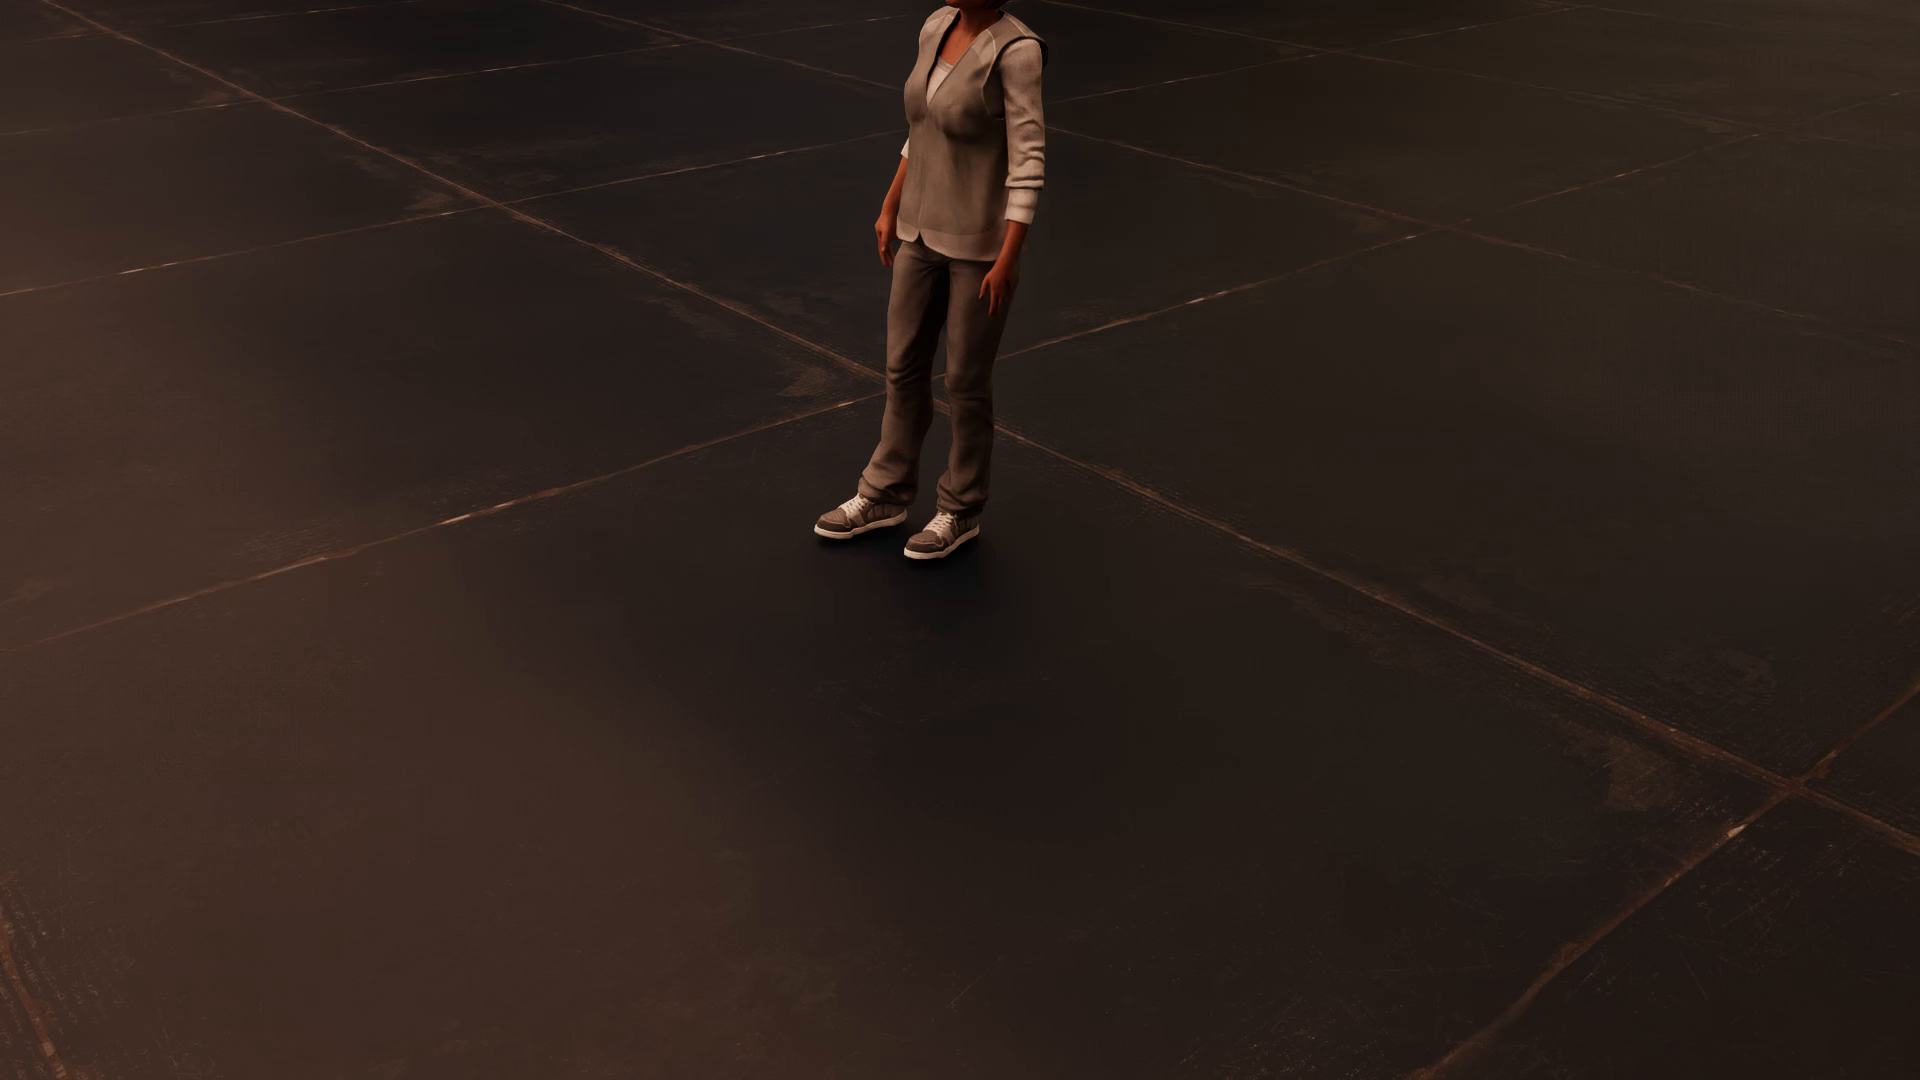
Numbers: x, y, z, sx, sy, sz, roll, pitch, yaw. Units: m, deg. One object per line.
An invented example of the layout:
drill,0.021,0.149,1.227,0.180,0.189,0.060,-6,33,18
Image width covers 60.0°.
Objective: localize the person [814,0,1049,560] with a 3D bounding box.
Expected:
person,-0.066,-0.706,4.110,0.473,1.599,0.520,-20,33,-35
